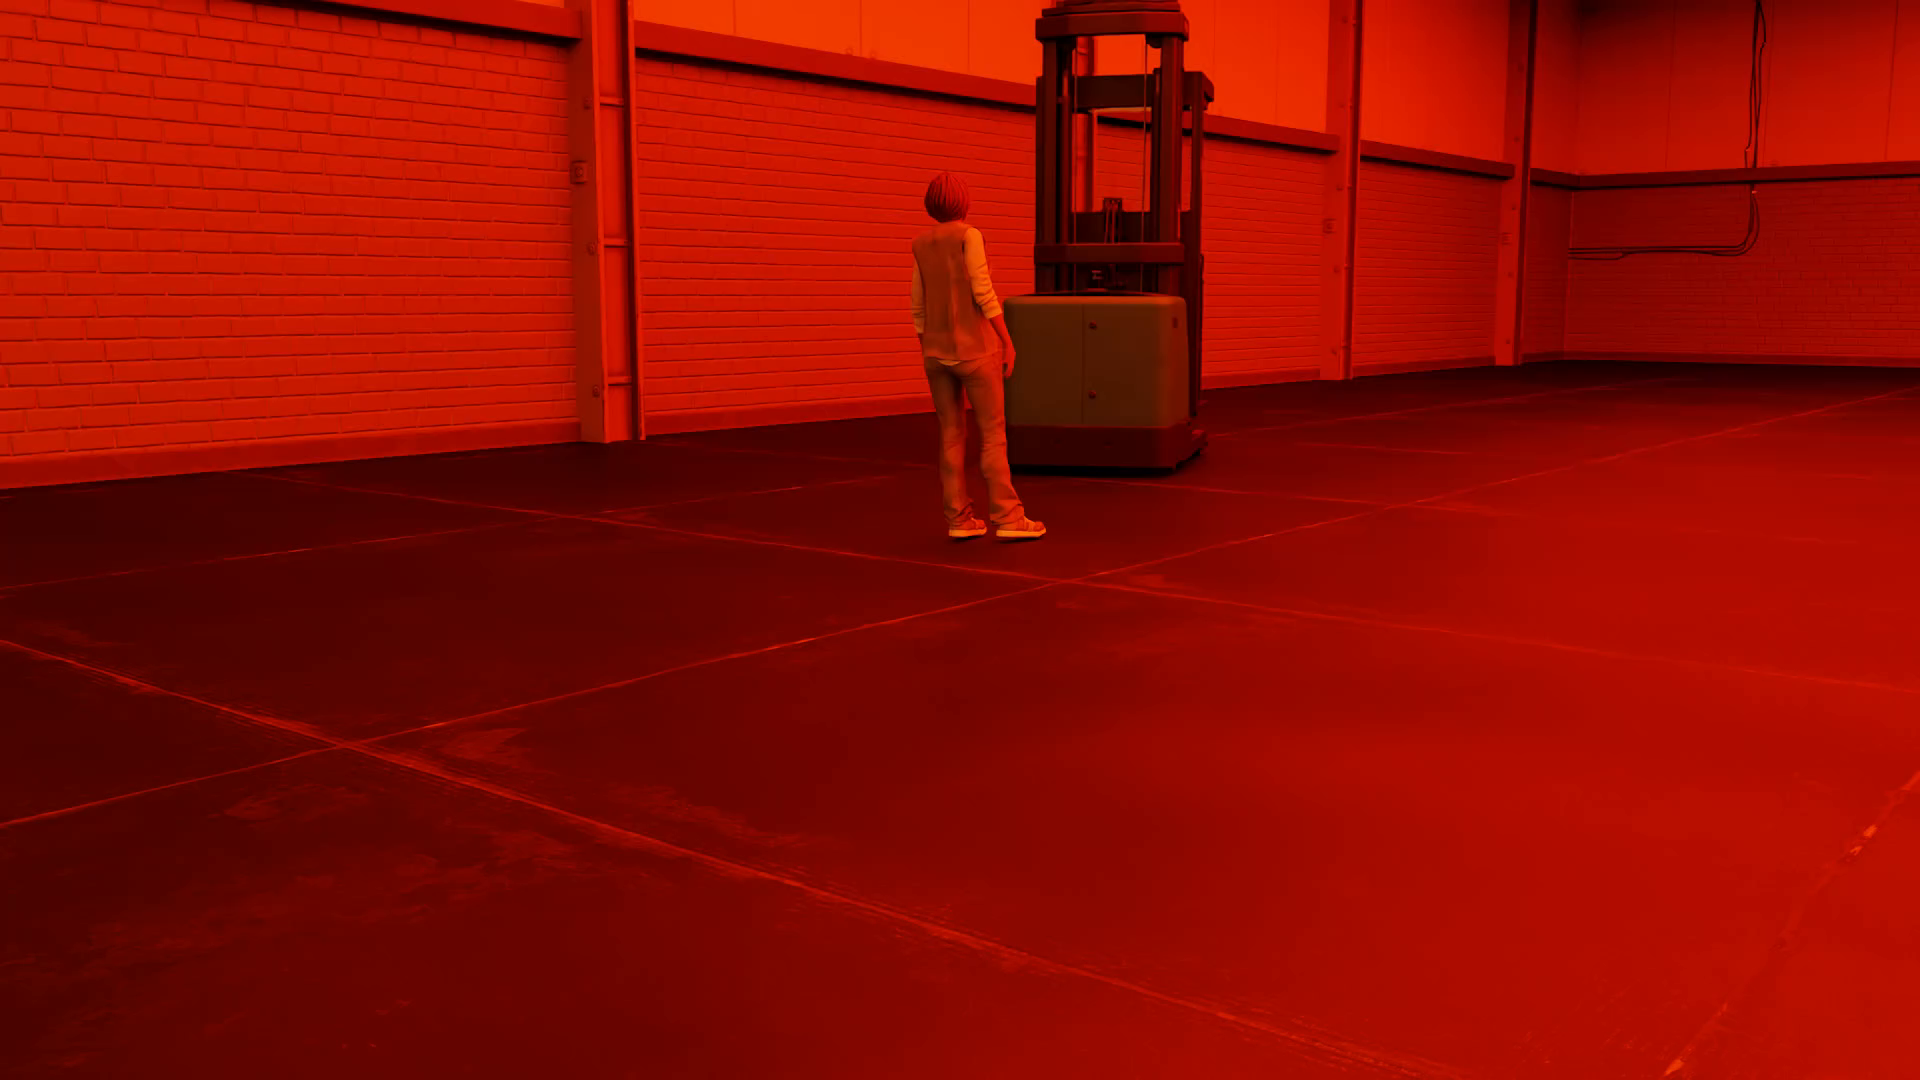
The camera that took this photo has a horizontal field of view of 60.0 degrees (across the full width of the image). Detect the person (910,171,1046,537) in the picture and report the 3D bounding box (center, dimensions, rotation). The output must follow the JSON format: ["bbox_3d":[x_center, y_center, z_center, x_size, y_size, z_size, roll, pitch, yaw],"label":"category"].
[{"bbox_3d":[0.058,-0.805,7.337,0.520,1.599,0.473,7,11,38],"label":"person"}]

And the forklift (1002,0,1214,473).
[{"bbox_3d":[1.096,-2.030,11.152,1.130,2.935,3.031,2,9,14],"label":"forklift"}]
